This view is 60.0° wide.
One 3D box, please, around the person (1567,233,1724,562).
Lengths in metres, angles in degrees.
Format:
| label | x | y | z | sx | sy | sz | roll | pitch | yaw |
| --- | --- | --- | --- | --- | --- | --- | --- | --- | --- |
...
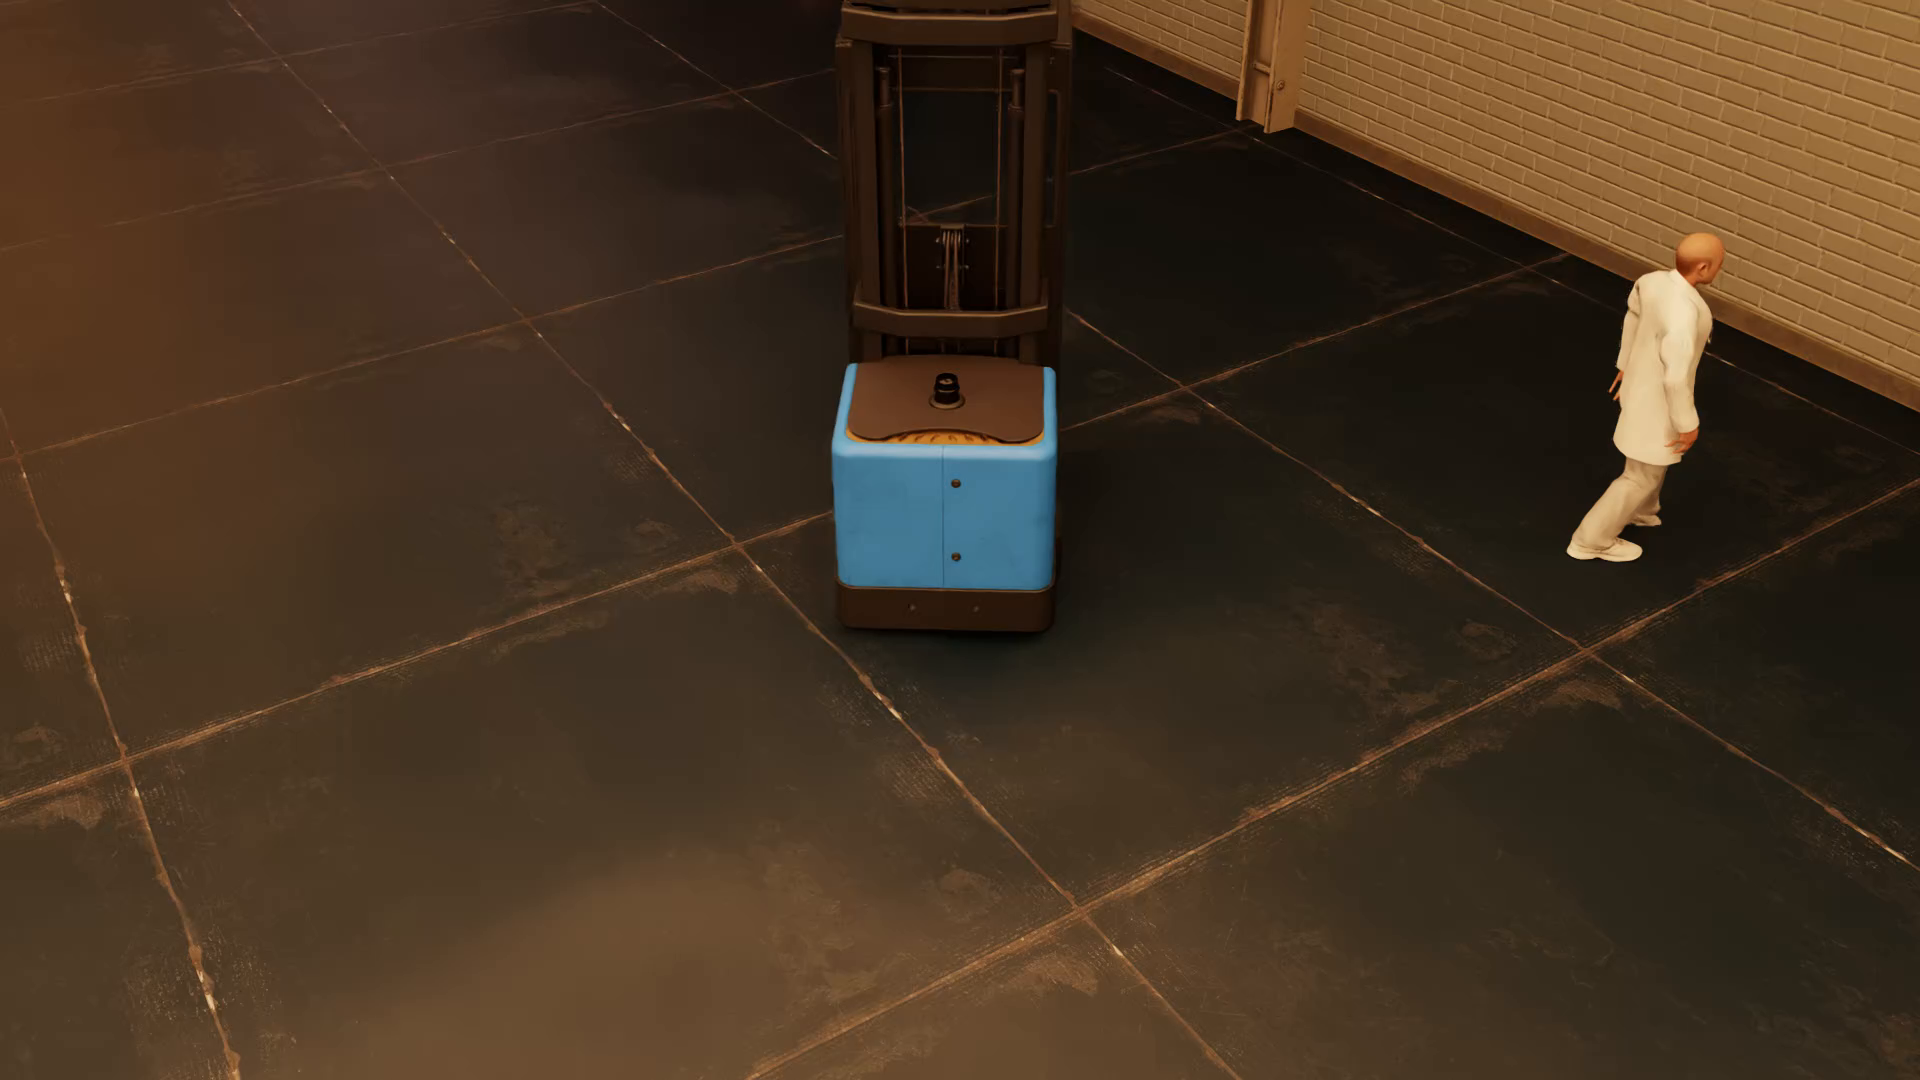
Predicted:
| label | x | y | z | sx | sy | sz | roll | pitch | yaw |
| --- | --- | --- | --- | --- | --- | --- | --- | --- | --- |
| person | 3.446 | -0.662 | 8.169 | 0.618 | 1.824 | 0.691 | 2 | 35 | 3 |

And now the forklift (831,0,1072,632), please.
| label | x | y | z | sx | sy | sz | roll | pitch | yaw |
| --- | --- | --- | --- | --- | --- | --- | --- | --- | --- |
| forklift | -0.019 | -1.579 | 8.395 | 1.130 | 2.935 | 3.031 | 1 | 35 | 2 |
